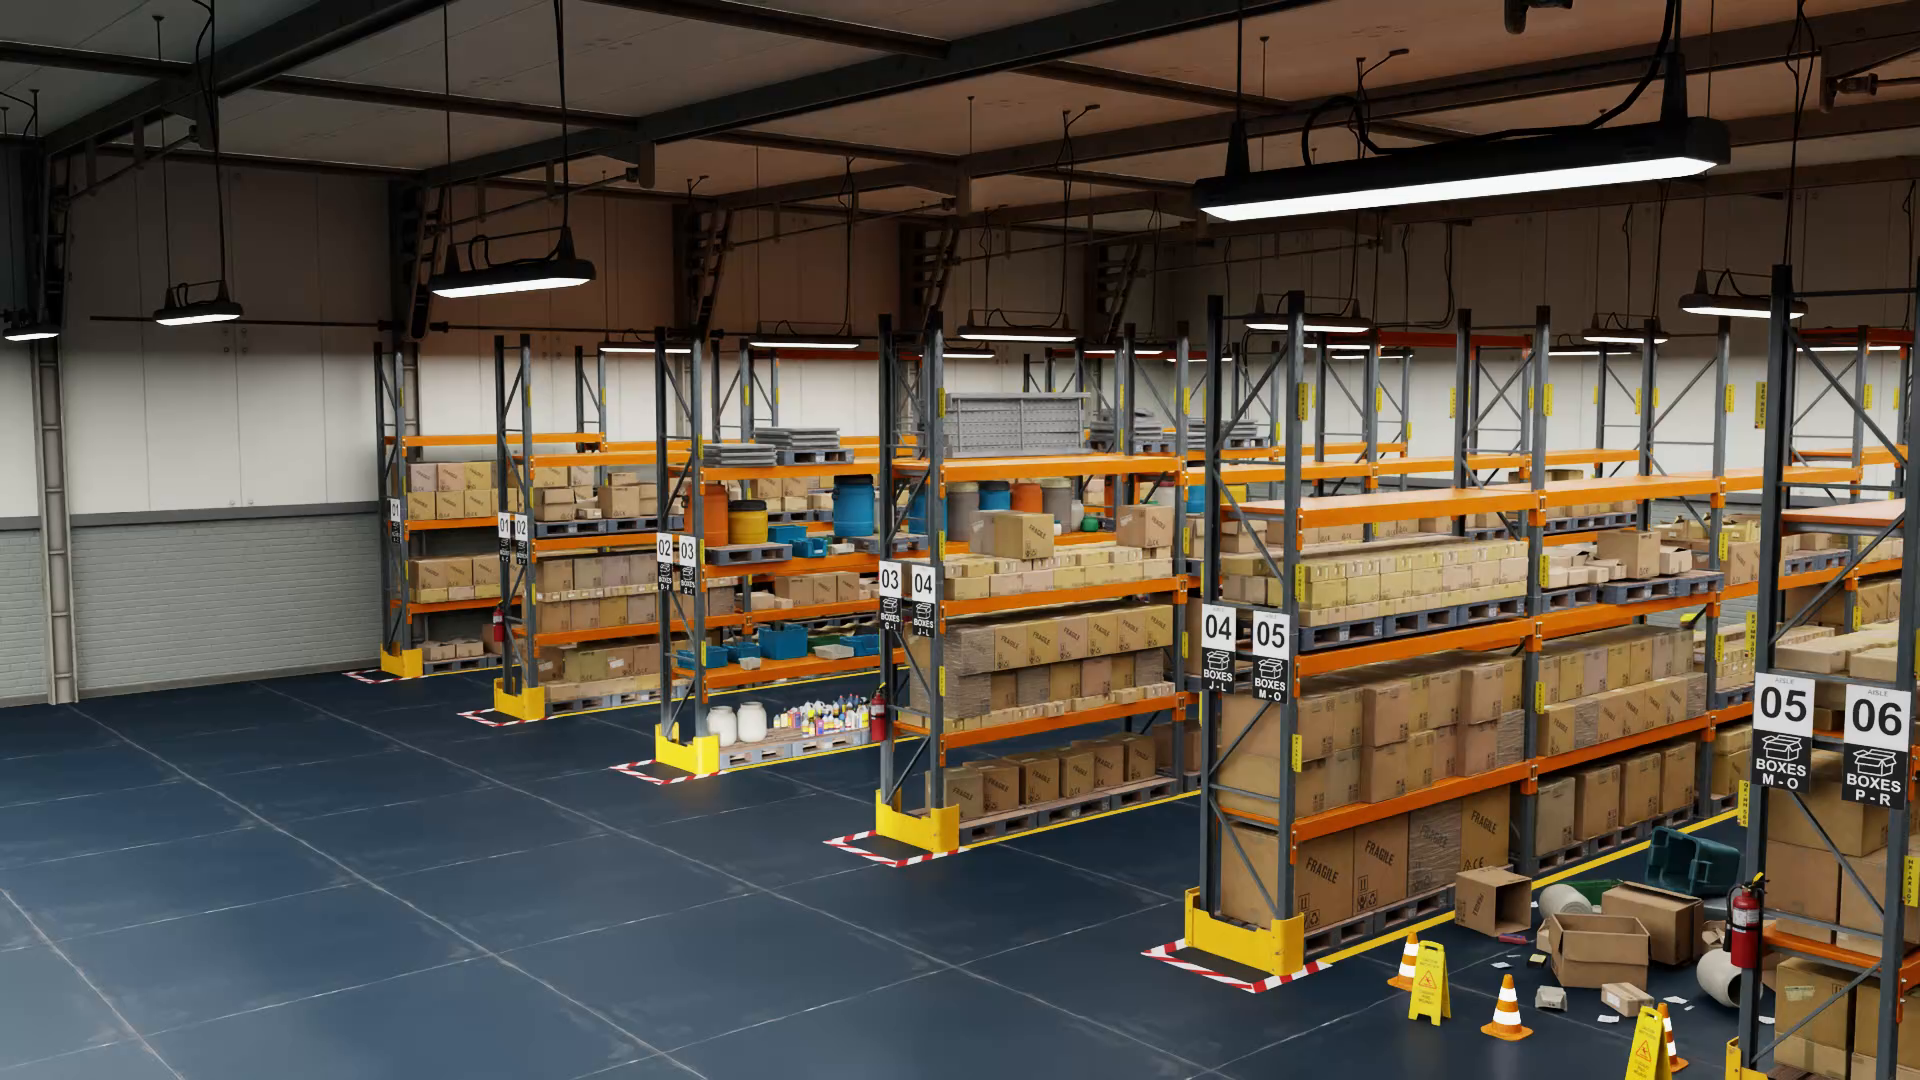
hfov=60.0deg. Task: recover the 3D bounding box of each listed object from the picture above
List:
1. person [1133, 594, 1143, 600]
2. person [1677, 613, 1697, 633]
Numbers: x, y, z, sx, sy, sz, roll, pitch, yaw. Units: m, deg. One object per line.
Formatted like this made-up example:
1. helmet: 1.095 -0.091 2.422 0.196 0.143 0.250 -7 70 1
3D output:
1. person: 3.295 1.406 31.553 0.496 1.792 0.591 -1 5 -11
2. person: 11.062 1.975 25.359 1.005 1.726 0.586 -3 6 -33
